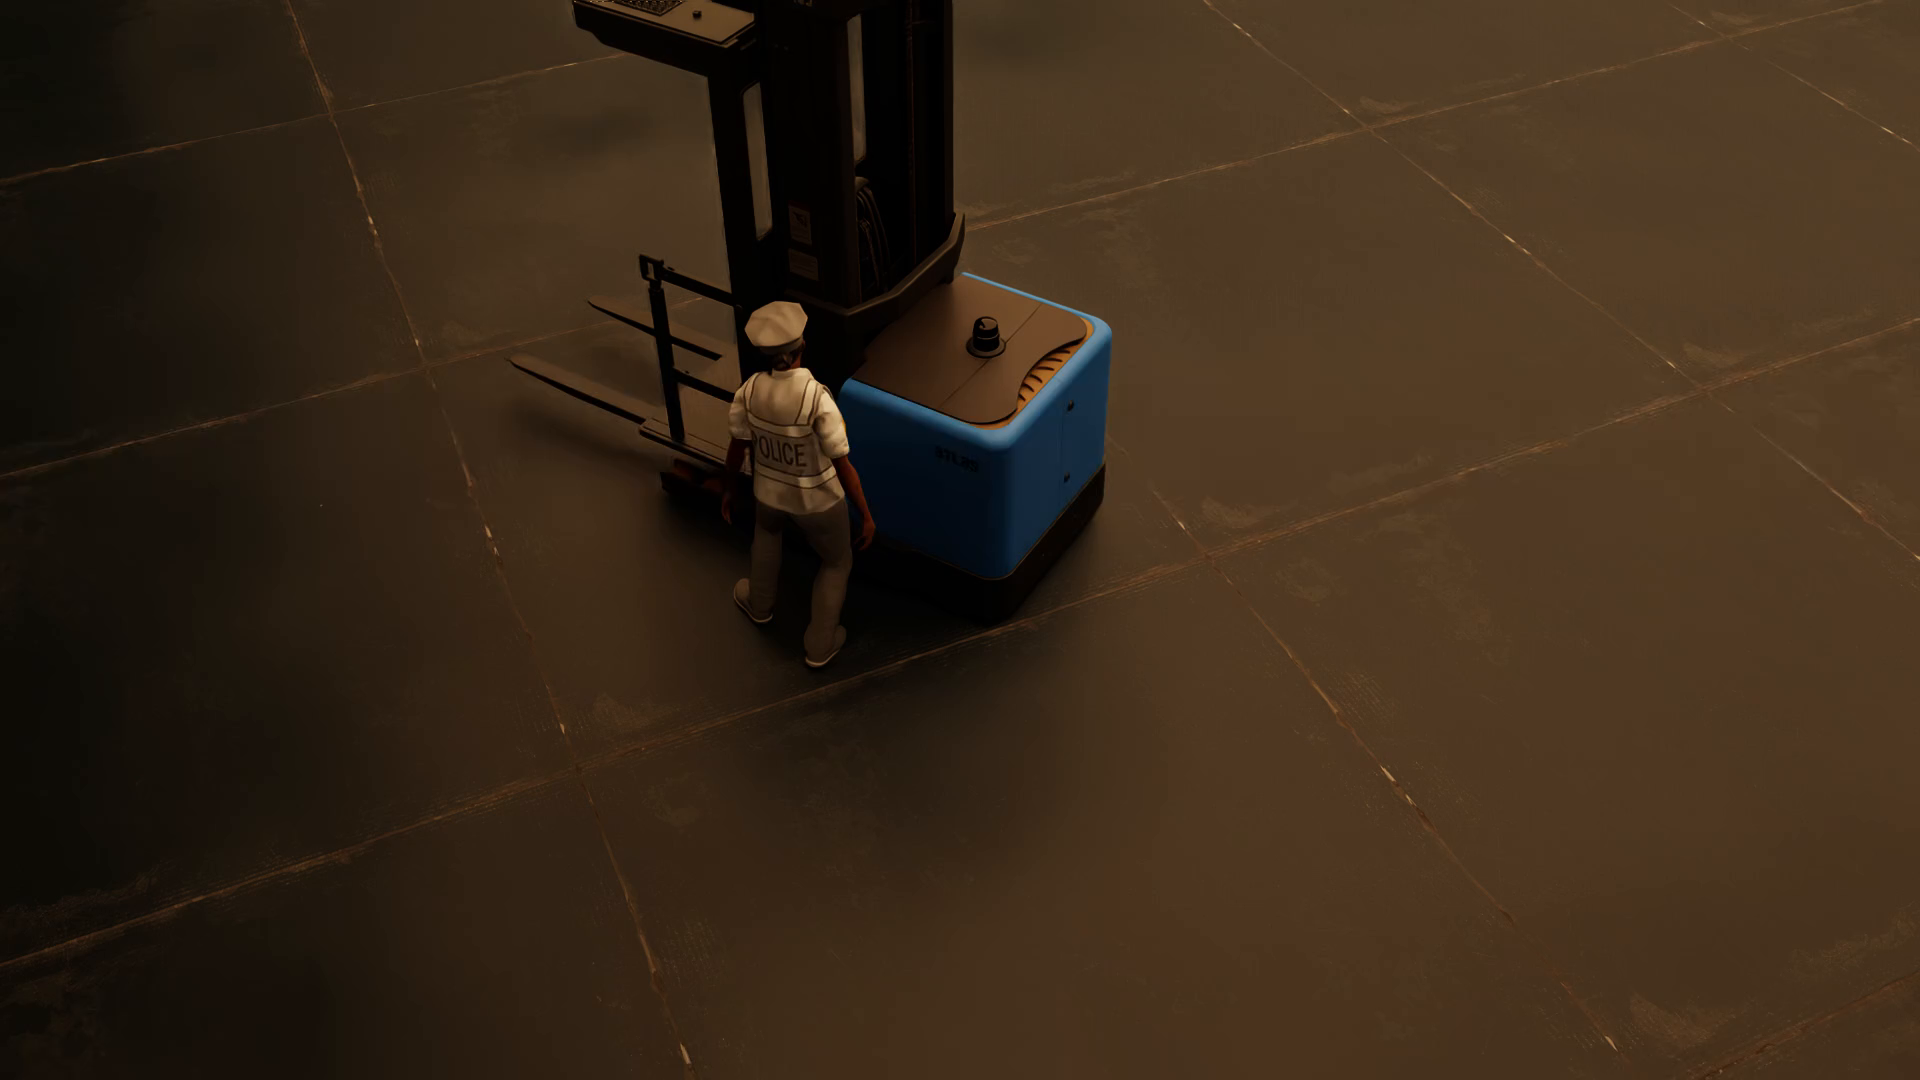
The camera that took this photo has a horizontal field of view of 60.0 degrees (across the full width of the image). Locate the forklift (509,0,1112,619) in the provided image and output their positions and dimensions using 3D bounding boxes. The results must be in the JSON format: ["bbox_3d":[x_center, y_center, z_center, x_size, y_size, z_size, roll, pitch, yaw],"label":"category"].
[{"bbox_3d":[-0.842,-1.486,7.273,3.031,2.935,1.130,23,48,22],"label":"forklift"}]

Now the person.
[{"bbox_3d":[-0.687,-0.190,6.872,0.810,1.635,0.431,19,46,19],"label":"person"}]
